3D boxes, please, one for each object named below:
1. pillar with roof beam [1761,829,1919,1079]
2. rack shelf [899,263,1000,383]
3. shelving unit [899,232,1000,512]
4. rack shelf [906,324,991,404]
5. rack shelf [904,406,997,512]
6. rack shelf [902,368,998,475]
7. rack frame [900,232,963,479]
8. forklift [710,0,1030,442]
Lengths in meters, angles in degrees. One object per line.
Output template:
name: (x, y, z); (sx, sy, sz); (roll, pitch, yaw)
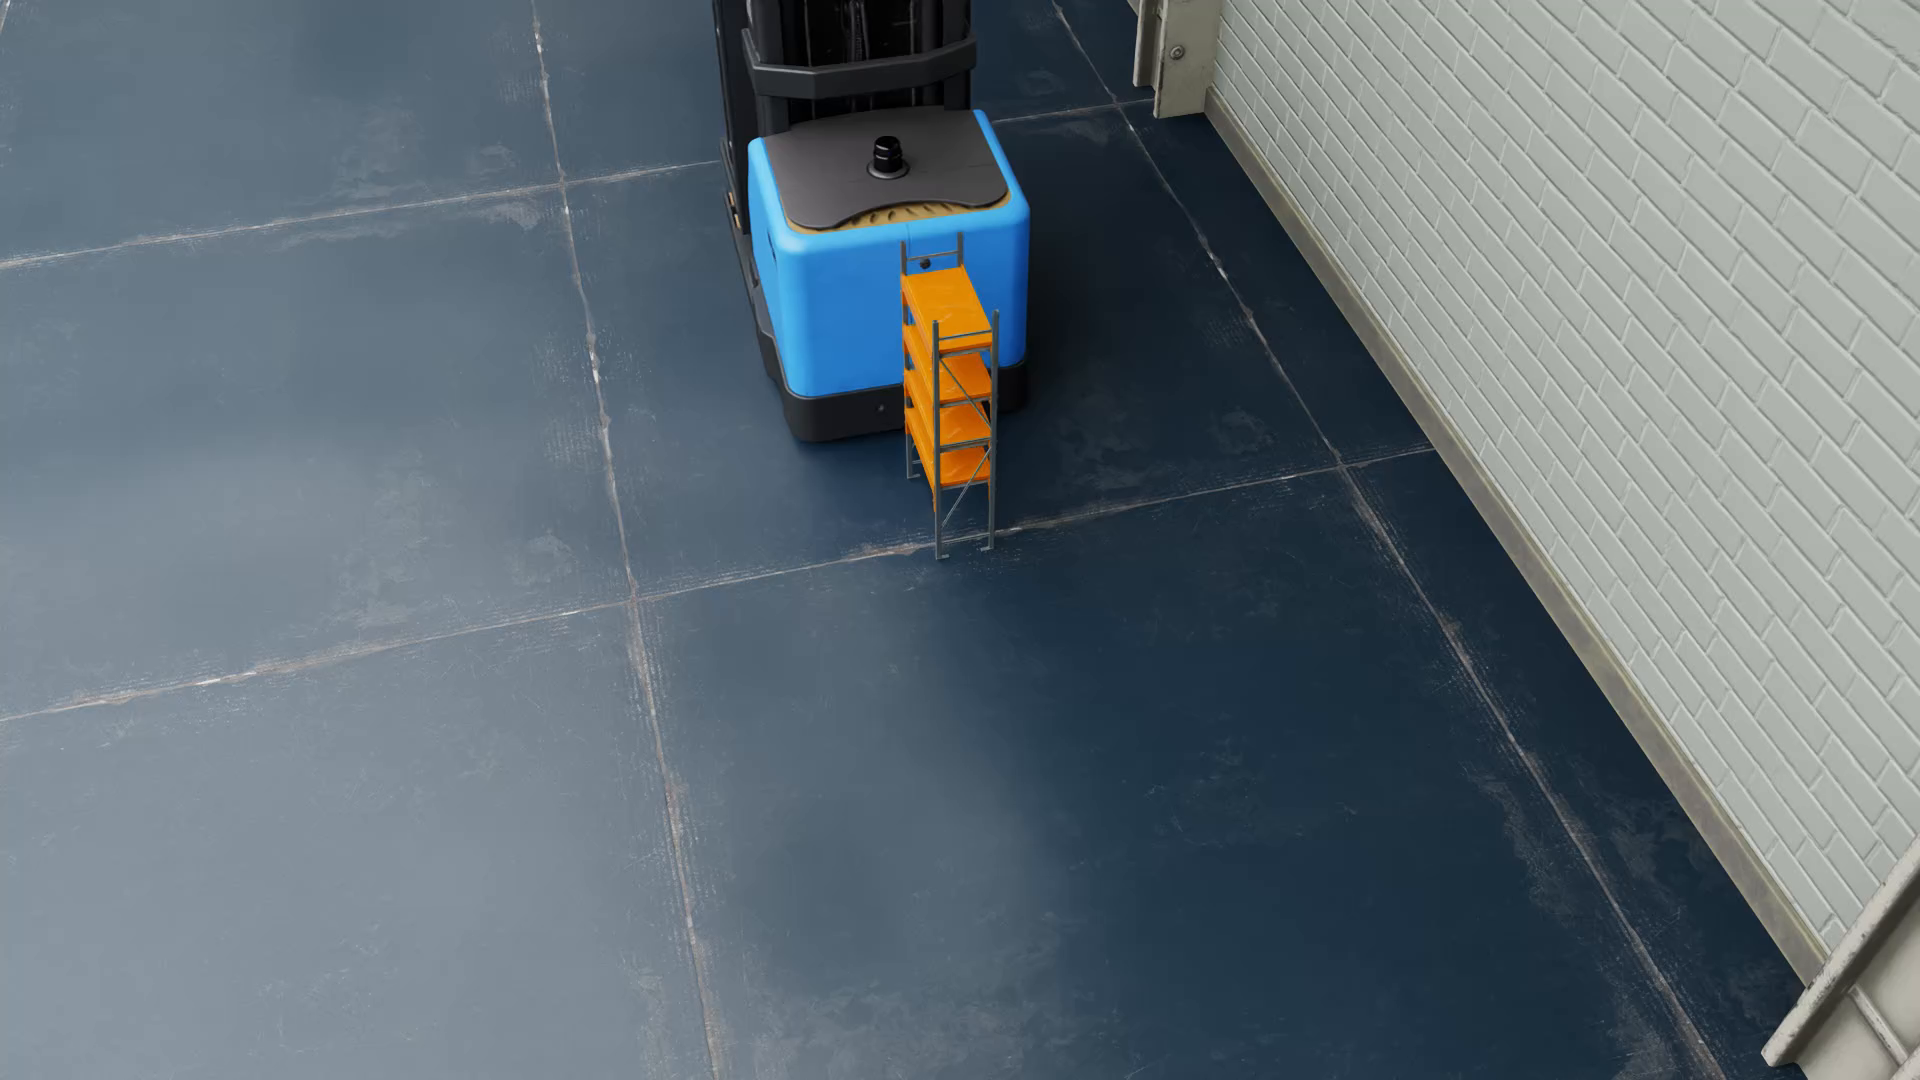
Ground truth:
pillar with roof beam: (-1.467, -0.660, 1.096); (9.100, 9.000, 0.400); (-11, 47, -10)
rack shelf: (-0.042, -0.809, 6.153); (0.258, 0.148, 0.480); (-11, 47, -10)
shelving unit: (-0.044, -0.538, 6.437); (0.258, 1.200, 0.492); (-11, 47, -10)
rack shelf: (-0.042, -0.681, 6.284); (0.221, 0.021, 0.457); (-11, 47, -10)
rack shelf: (-0.042, -0.348, 6.623); (0.258, 0.148, 0.480); (-11, 47, -10)
rack shelf: (-0.042, -0.487, 6.482); (0.258, 0.148, 0.480); (-11, 47, -10)
rack frame: (-0.105, -0.703, 6.599); (0.240, 1.200, 0.015); (-11, 47, -10)
forklift: (-0.552, -2.514, 7.162); (1.130, 2.935, 3.031); (-10, 46, -10)
